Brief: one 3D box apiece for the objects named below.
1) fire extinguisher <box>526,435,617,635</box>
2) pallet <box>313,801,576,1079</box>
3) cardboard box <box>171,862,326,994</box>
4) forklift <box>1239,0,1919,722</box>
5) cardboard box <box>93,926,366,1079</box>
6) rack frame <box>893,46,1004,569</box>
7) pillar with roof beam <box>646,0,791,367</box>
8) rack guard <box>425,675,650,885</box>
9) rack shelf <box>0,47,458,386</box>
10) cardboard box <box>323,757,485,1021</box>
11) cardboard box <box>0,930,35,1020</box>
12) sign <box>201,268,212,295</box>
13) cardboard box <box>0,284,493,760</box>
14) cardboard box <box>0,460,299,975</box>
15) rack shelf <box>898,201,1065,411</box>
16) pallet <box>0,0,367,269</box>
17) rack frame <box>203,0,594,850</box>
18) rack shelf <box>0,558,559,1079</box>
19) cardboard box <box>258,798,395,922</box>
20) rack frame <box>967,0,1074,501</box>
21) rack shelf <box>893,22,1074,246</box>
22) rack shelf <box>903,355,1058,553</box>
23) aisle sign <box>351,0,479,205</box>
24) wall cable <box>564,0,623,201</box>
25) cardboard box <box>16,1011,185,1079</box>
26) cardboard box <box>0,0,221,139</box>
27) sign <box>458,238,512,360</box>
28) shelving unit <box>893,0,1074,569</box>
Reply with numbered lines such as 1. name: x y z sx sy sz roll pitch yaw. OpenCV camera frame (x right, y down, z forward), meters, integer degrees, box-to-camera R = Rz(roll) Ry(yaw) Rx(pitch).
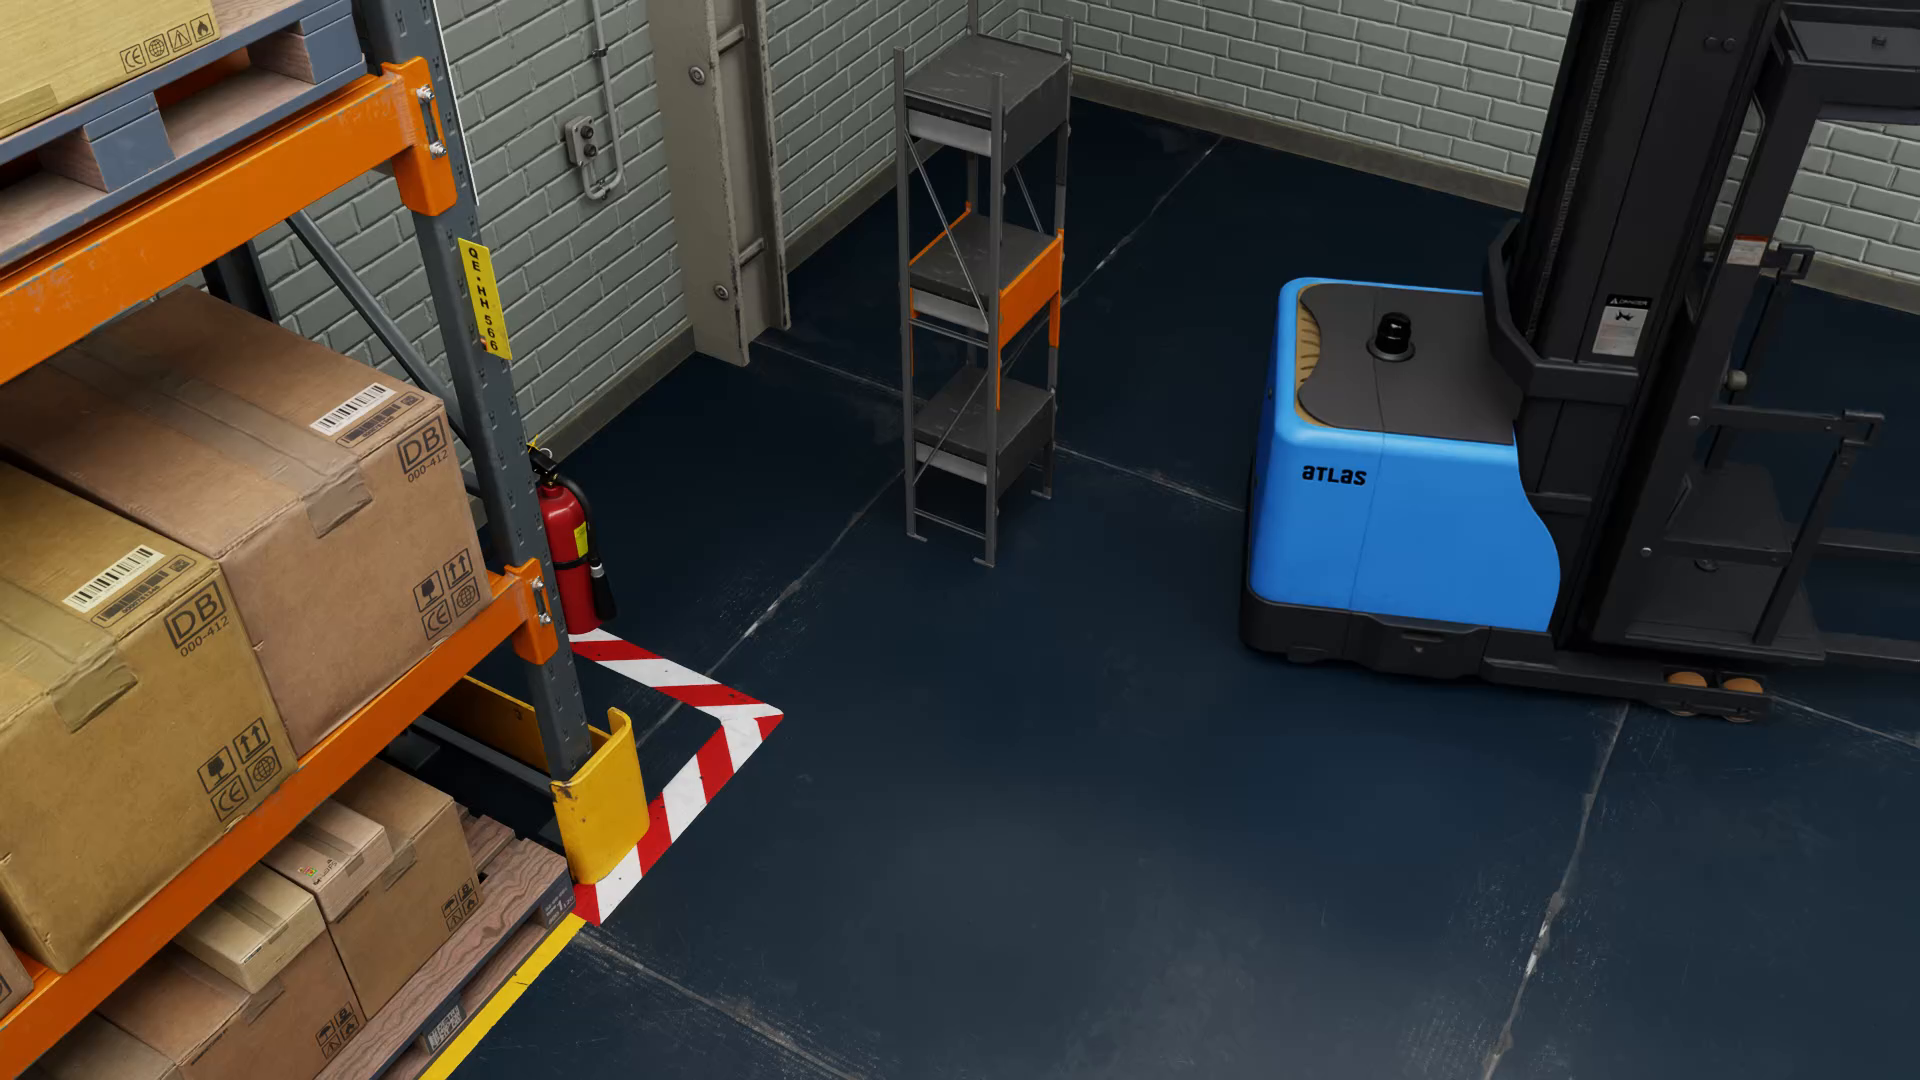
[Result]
1. fire extinguisher: -1.158 -0.019 4.843 0.296 0.674 0.183 21 45 22
2. pallet: -1.966 1.276 5.142 1.003 0.211 1.213 21 45 22
3. cardboard box: -1.931 0.997 4.432 0.380 0.149 0.250 22 46 23
4. forklift: 2.614 -0.822 5.466 3.031 2.935 1.130 6 42 7
5. cardboard box: -2.148 1.246 4.639 0.700 0.500 0.500 21 45 22
6. rack frame: -0.039 -0.743 6.005 0.400 2.100 0.015 21 45 22
7. pillar with roof beam: 2.696 -2.913 3.249 9.100 9.000 0.400 21 45 22
8. rack guard: -1.621 0.670 5.611 1.175 0.500 0.348 21 45 22
9. rack shelf: -2.634 0.034 2.716 1.077 0.370 4.000 21 45 22
10. cardboard box: -1.897 0.960 4.964 0.700 0.500 0.500 21 45 22
11. cardboard box: -2.624 0.781 3.366 0.980 0.700 0.700 19 45 20
12. sign: -2.111 -0.796 4.669 0.100 0.325 0.005 21 45 22
13. cardboard box: -1.880 -0.072 4.335 0.980 0.700 0.700 23 46 24
14. cardboard box: -2.234 0.348 3.858 0.980 0.700 0.700 21 45 22
15. rack shelf: 0.083 -0.872 6.173 0.431 0.518 0.480 21 45 22
16. pallet: -1.996 -0.919 3.321 1.003 0.211 1.213 21 45 22
17. rack frame: -1.633 -0.254 4.769 1.000 3.000 0.127 21 45 22
18. rack shelf: -2.634 1.160 3.707 1.077 0.370 4.000 21 45 22
19. cardboard box: -1.804 0.850 4.598 0.380 0.149 0.250 20 45 22
20. rack frame: 0.205 -1.022 6.322 0.400 2.100 0.015 21 45 22
21. rack shelf: 0.083 -1.398 5.710 0.431 0.518 0.480 21 45 22
22. rack shelf: 0.083 -0.347 6.635 0.431 0.518 0.480 21 45 22
23. aisle sign: -1.338 -1.172 3.844 0.394 0.787 0.004 21 45 22
24. wall cable: -1.812 -1.681 5.621 0.084 1.984 1.851 21 45 22
25. cardboard box: -2.399 1.534 4.312 0.700 0.500 0.500 19 45 21
26. cardboard box: -1.770 -1.012 3.080 0.500 0.250 0.500 22 46 23
27. sign: -1.171 -0.590 4.095 0.100 0.325 0.005 21 45 22
28. shelving unit: 0.083 -0.883 6.164 0.431 2.100 0.503 21 45 22
